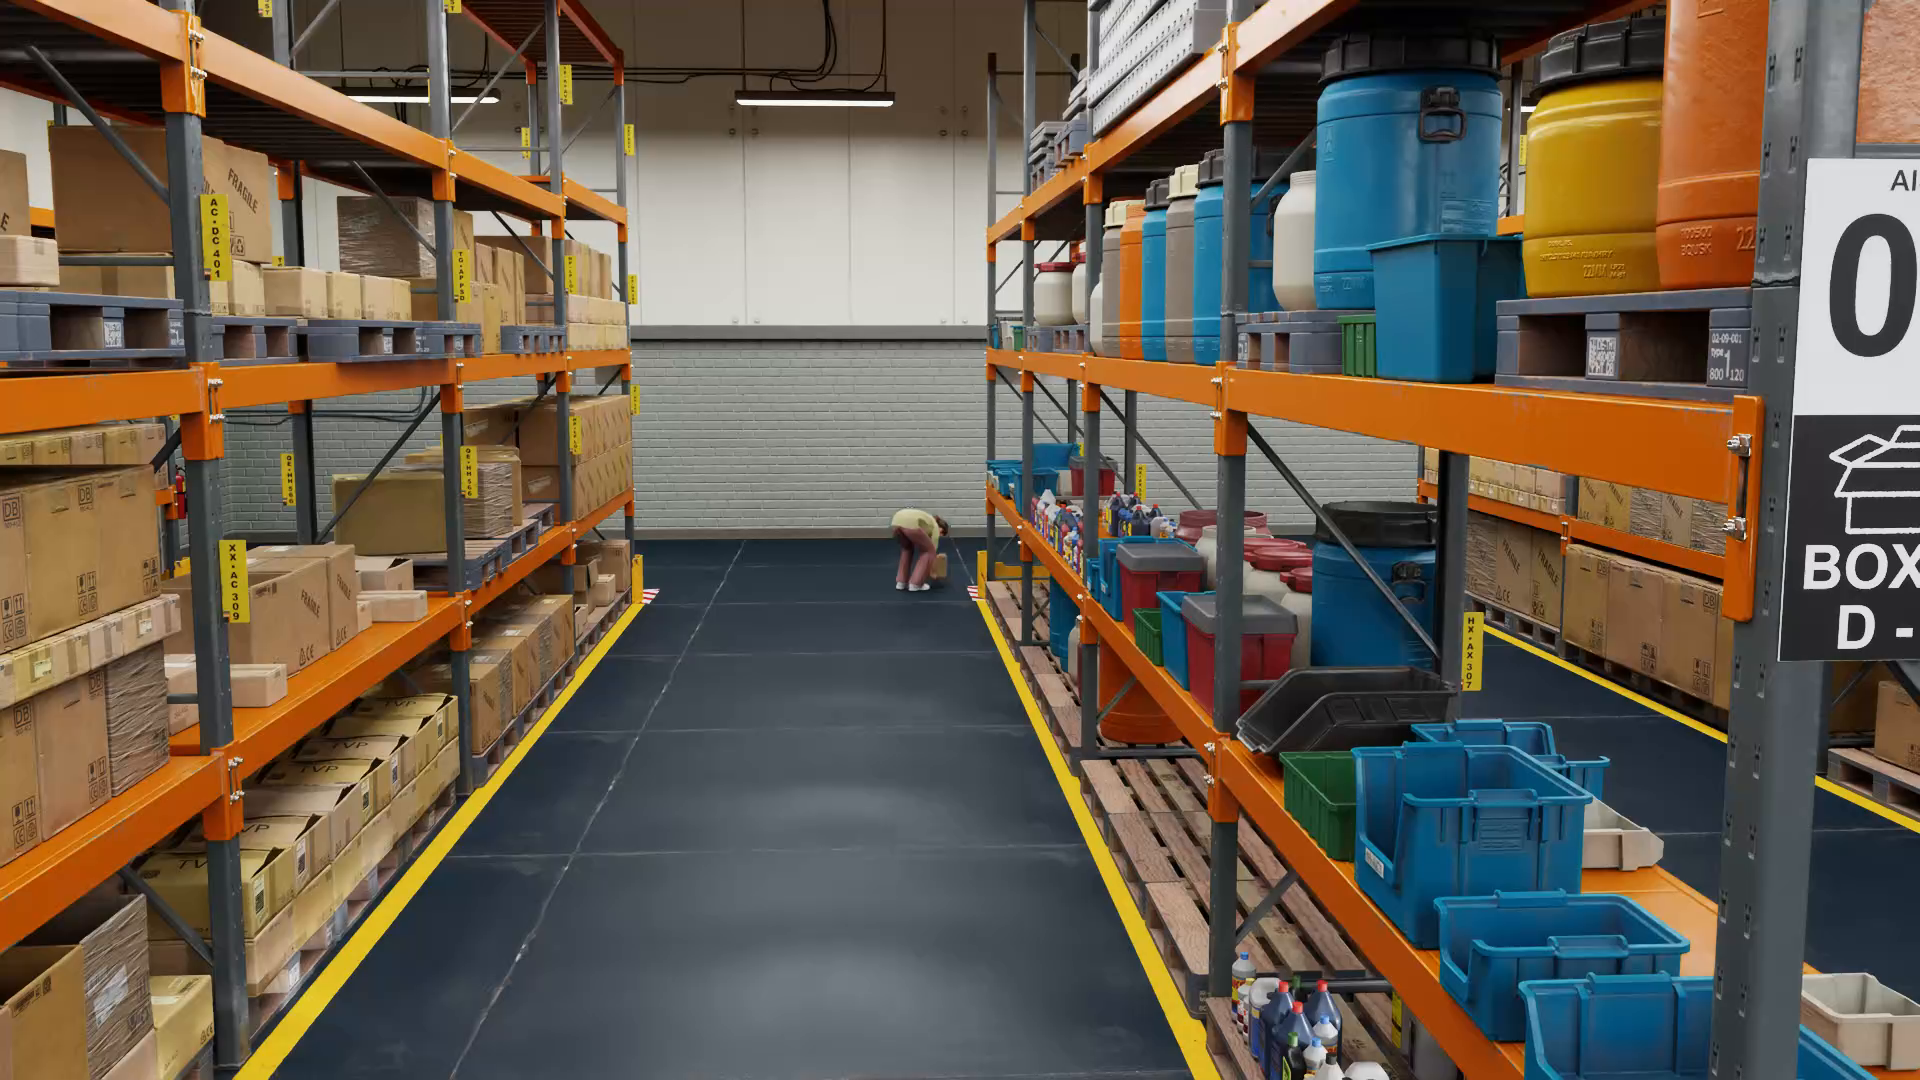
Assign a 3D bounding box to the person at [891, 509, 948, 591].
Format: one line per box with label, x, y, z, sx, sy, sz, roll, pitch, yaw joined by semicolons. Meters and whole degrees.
person;-0.449;0.093;19.501;0.461;0.948;0.854;5;9;38
